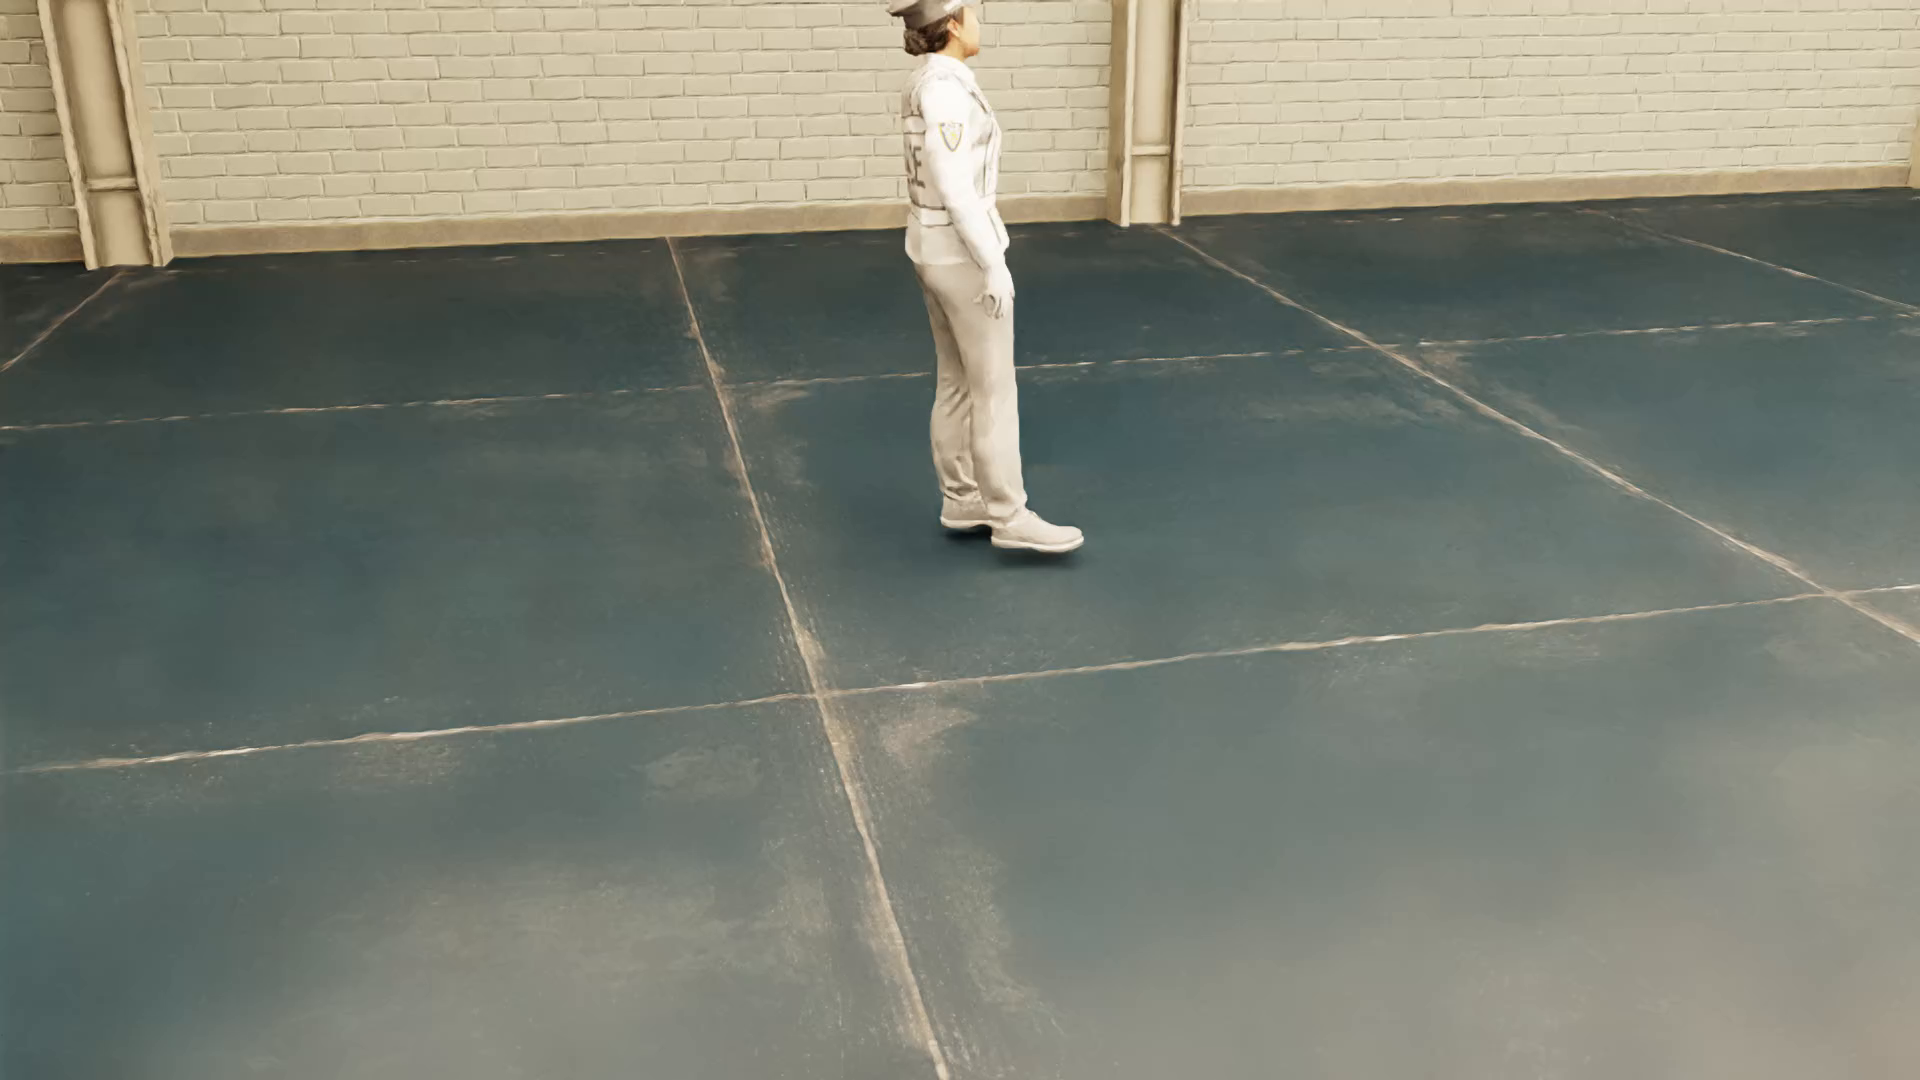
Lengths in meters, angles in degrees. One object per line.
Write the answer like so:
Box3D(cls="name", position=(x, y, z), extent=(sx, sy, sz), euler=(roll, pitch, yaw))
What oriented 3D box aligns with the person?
Box3D(cls="person", position=(0.067, -0.838, 4.986), extent=(0.534, 1.695, 0.586), euler=(-5, 21, -12))
